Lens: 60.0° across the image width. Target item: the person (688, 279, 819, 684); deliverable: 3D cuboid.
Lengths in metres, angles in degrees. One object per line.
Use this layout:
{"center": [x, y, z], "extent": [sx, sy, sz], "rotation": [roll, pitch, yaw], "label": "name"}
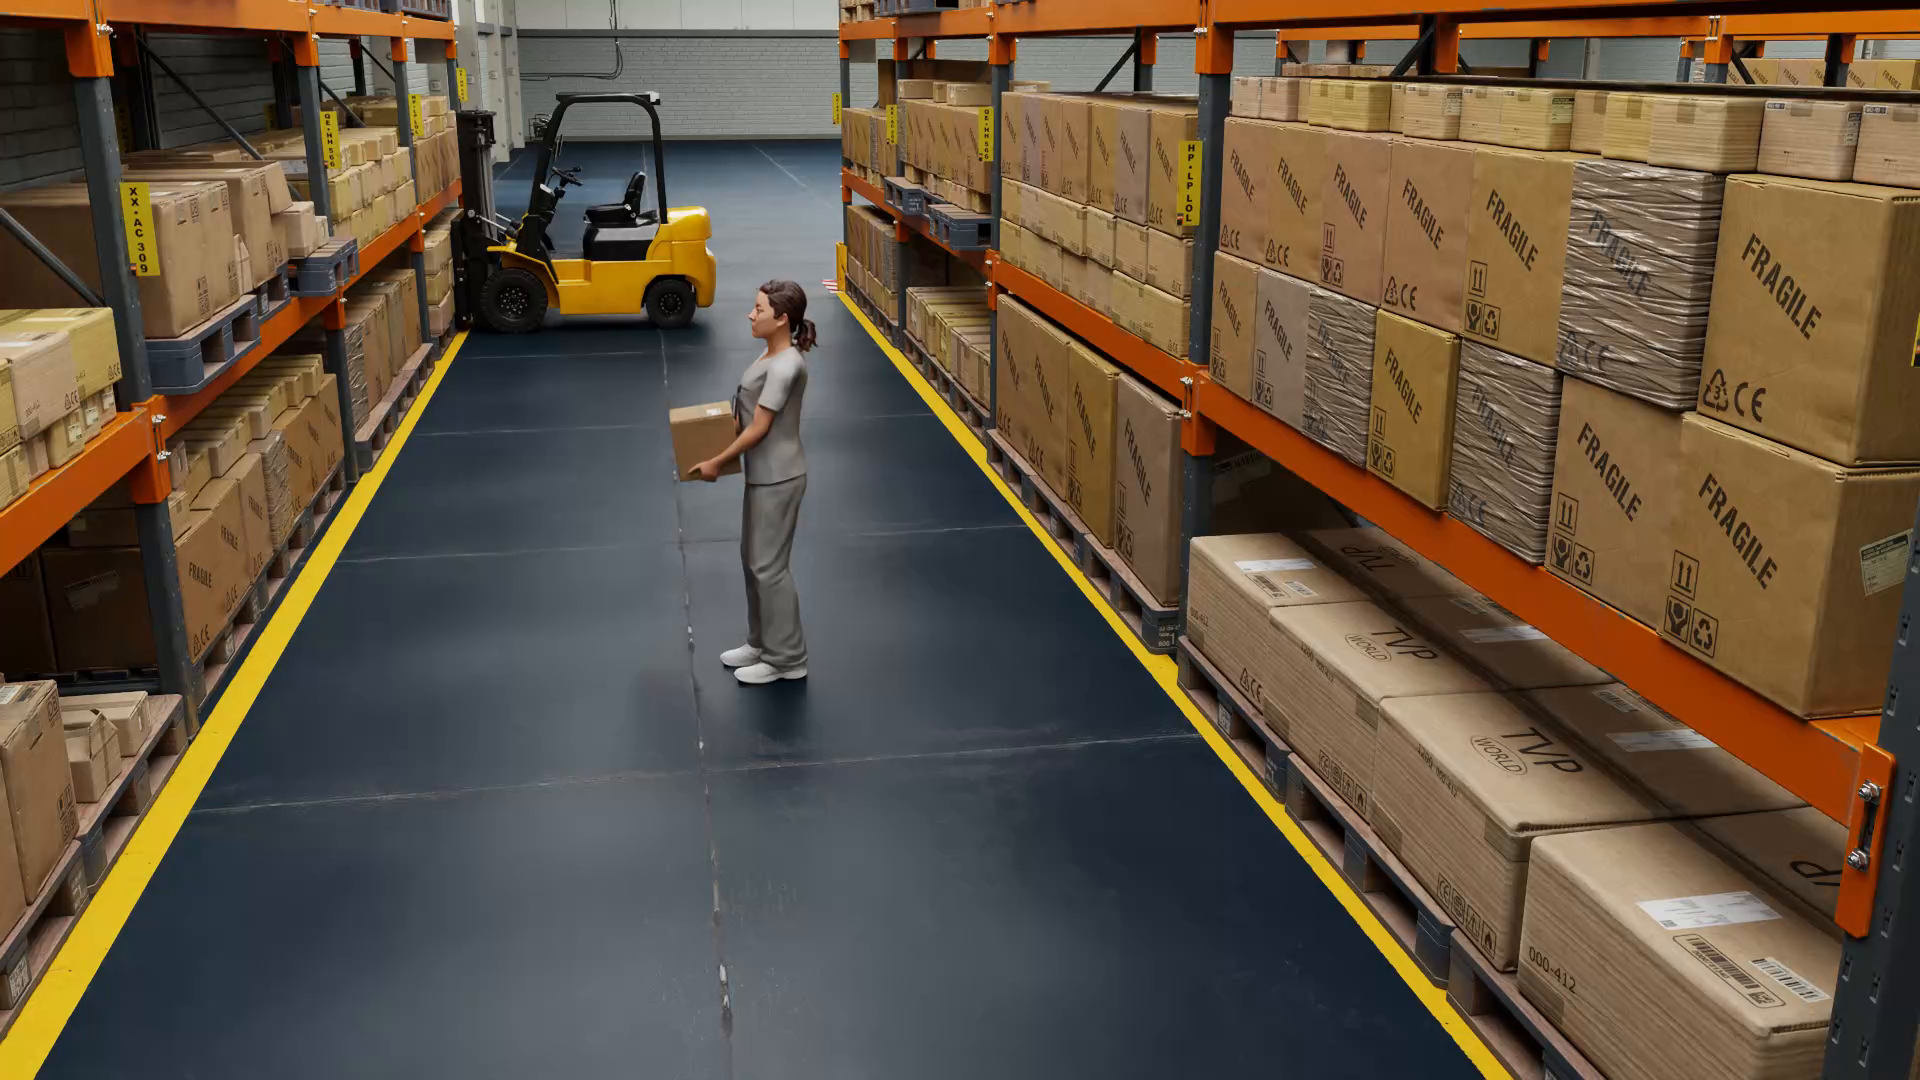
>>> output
{"center": [-0.844, -0.238, 6.868], "extent": [0.554, 1.666, 0.436], "rotation": [-3, 17, -10], "label": "person"}
